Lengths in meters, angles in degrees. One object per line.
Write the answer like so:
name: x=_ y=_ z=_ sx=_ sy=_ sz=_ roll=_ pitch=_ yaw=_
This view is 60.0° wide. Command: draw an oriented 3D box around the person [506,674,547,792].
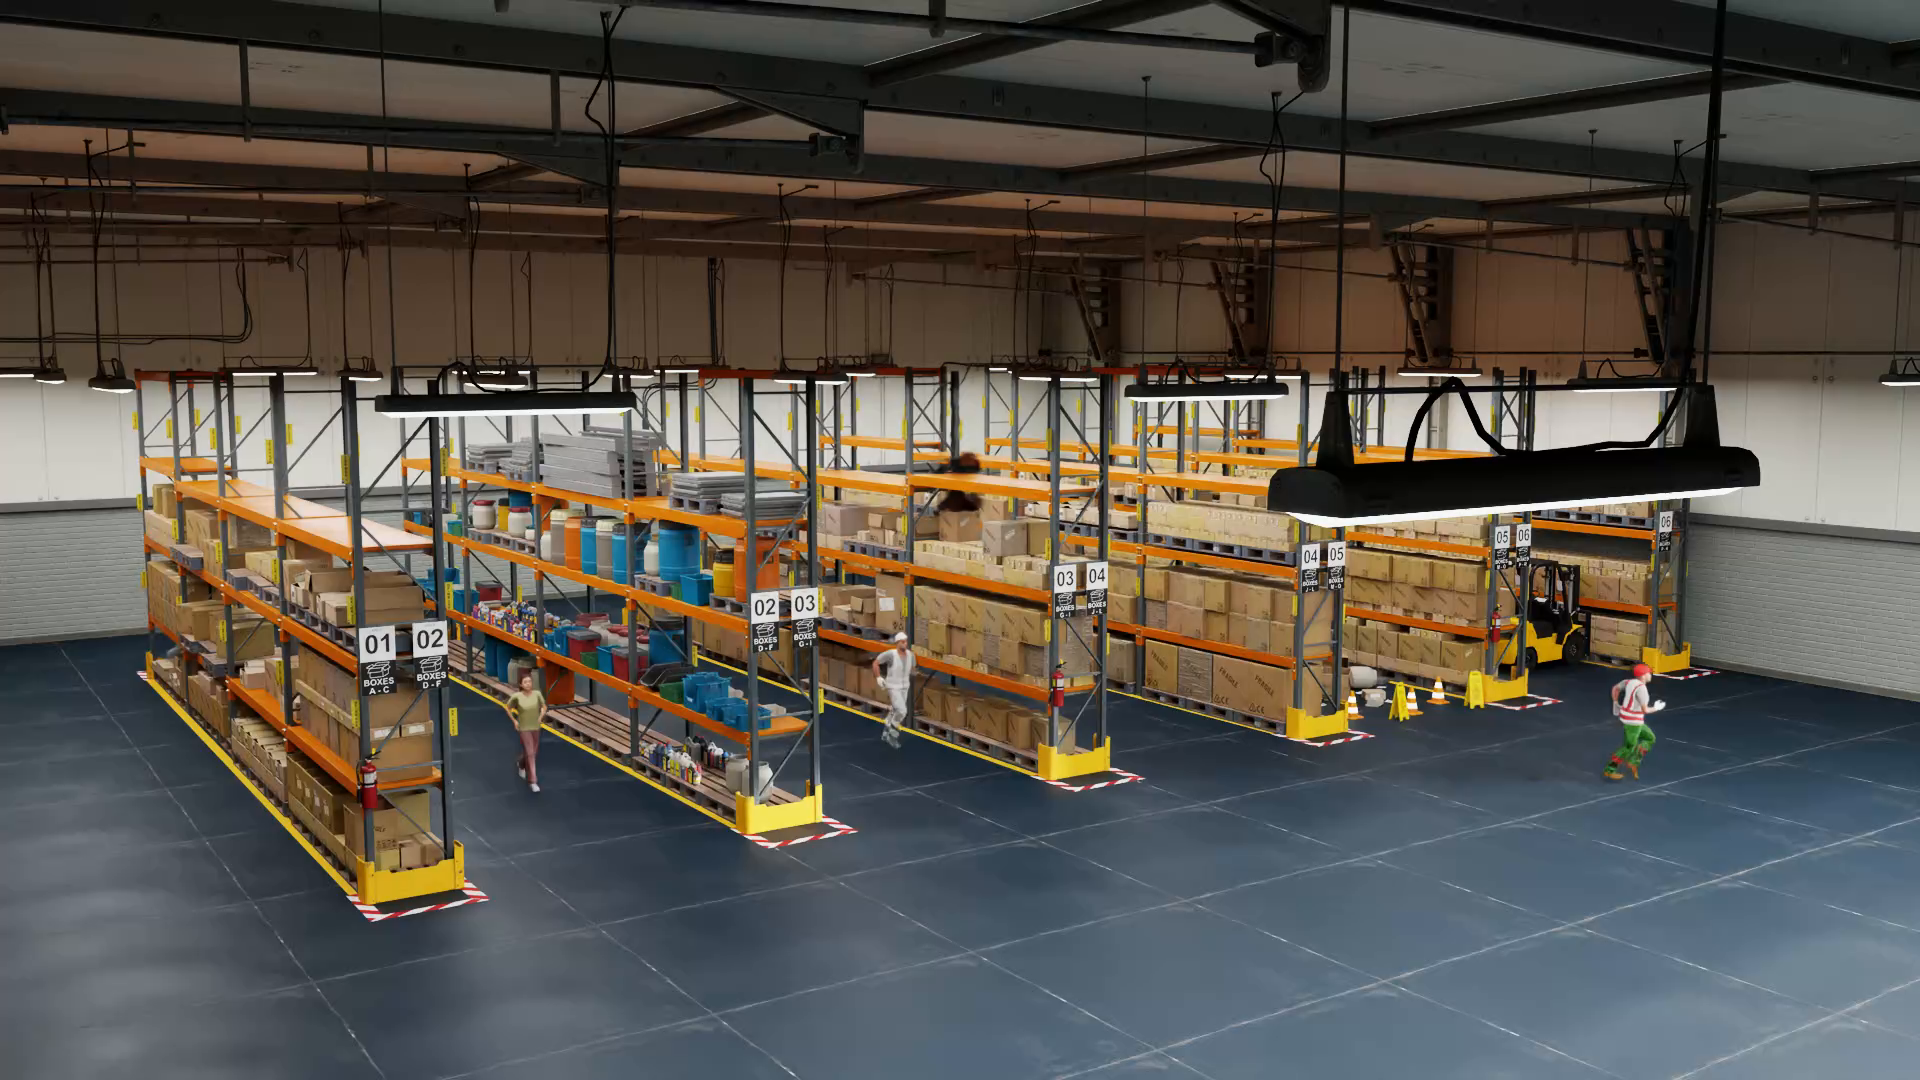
person: x=-6.259 y=2.756 z=24.138 sx=0.572 sy=1.665 sz=0.843 roll=-4 pitch=8 yaw=-34

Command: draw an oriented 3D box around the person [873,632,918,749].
person: x=-0.939 y=2.312 z=25.512 sx=0.647 sy=1.810 sz=0.729 roll=-5 pitch=8 yaw=-40

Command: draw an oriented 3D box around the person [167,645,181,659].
person: x=-15.716 y=1.730 z=33.561 sx=0.600 sy=1.643 sz=0.597 roll=-2 pitch=7 yaw=-14

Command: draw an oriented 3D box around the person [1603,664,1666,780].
person: x=9.927 y=2.679 z=24.477 sx=0.805 sy=1.742 sz=0.697 roll=1 pitch=7 yaw=8
